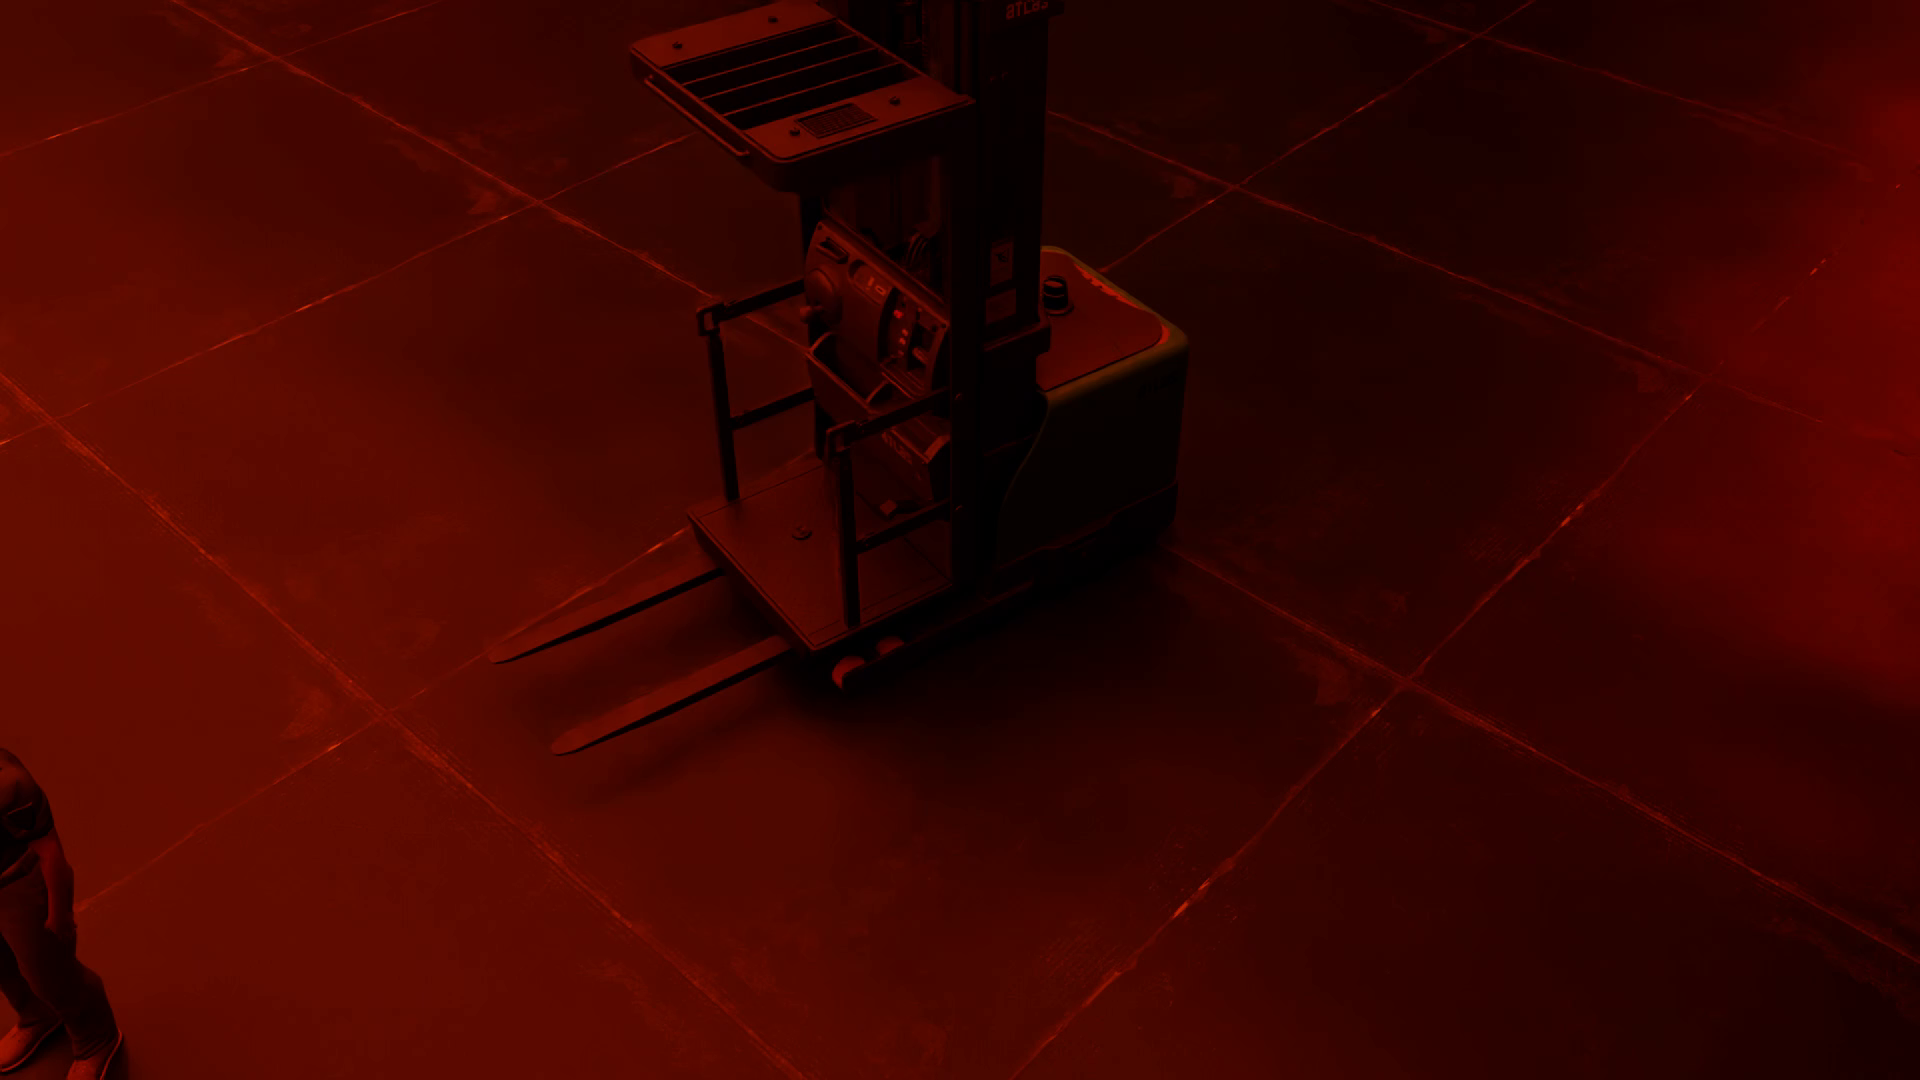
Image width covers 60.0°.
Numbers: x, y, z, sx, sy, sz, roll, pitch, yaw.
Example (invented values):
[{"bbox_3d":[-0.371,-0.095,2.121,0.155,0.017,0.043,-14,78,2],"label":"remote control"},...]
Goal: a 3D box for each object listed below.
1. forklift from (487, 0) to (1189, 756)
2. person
[{"bbox_3d":[-0.506,-0.863,6.435,3.031,2.935,1.130,-25,46,-26],"label":"forklift"},{"bbox_3d":[-2.979,1.103,5.133,0.535,1.672,0.434,18,44,20],"label":"person"}]
